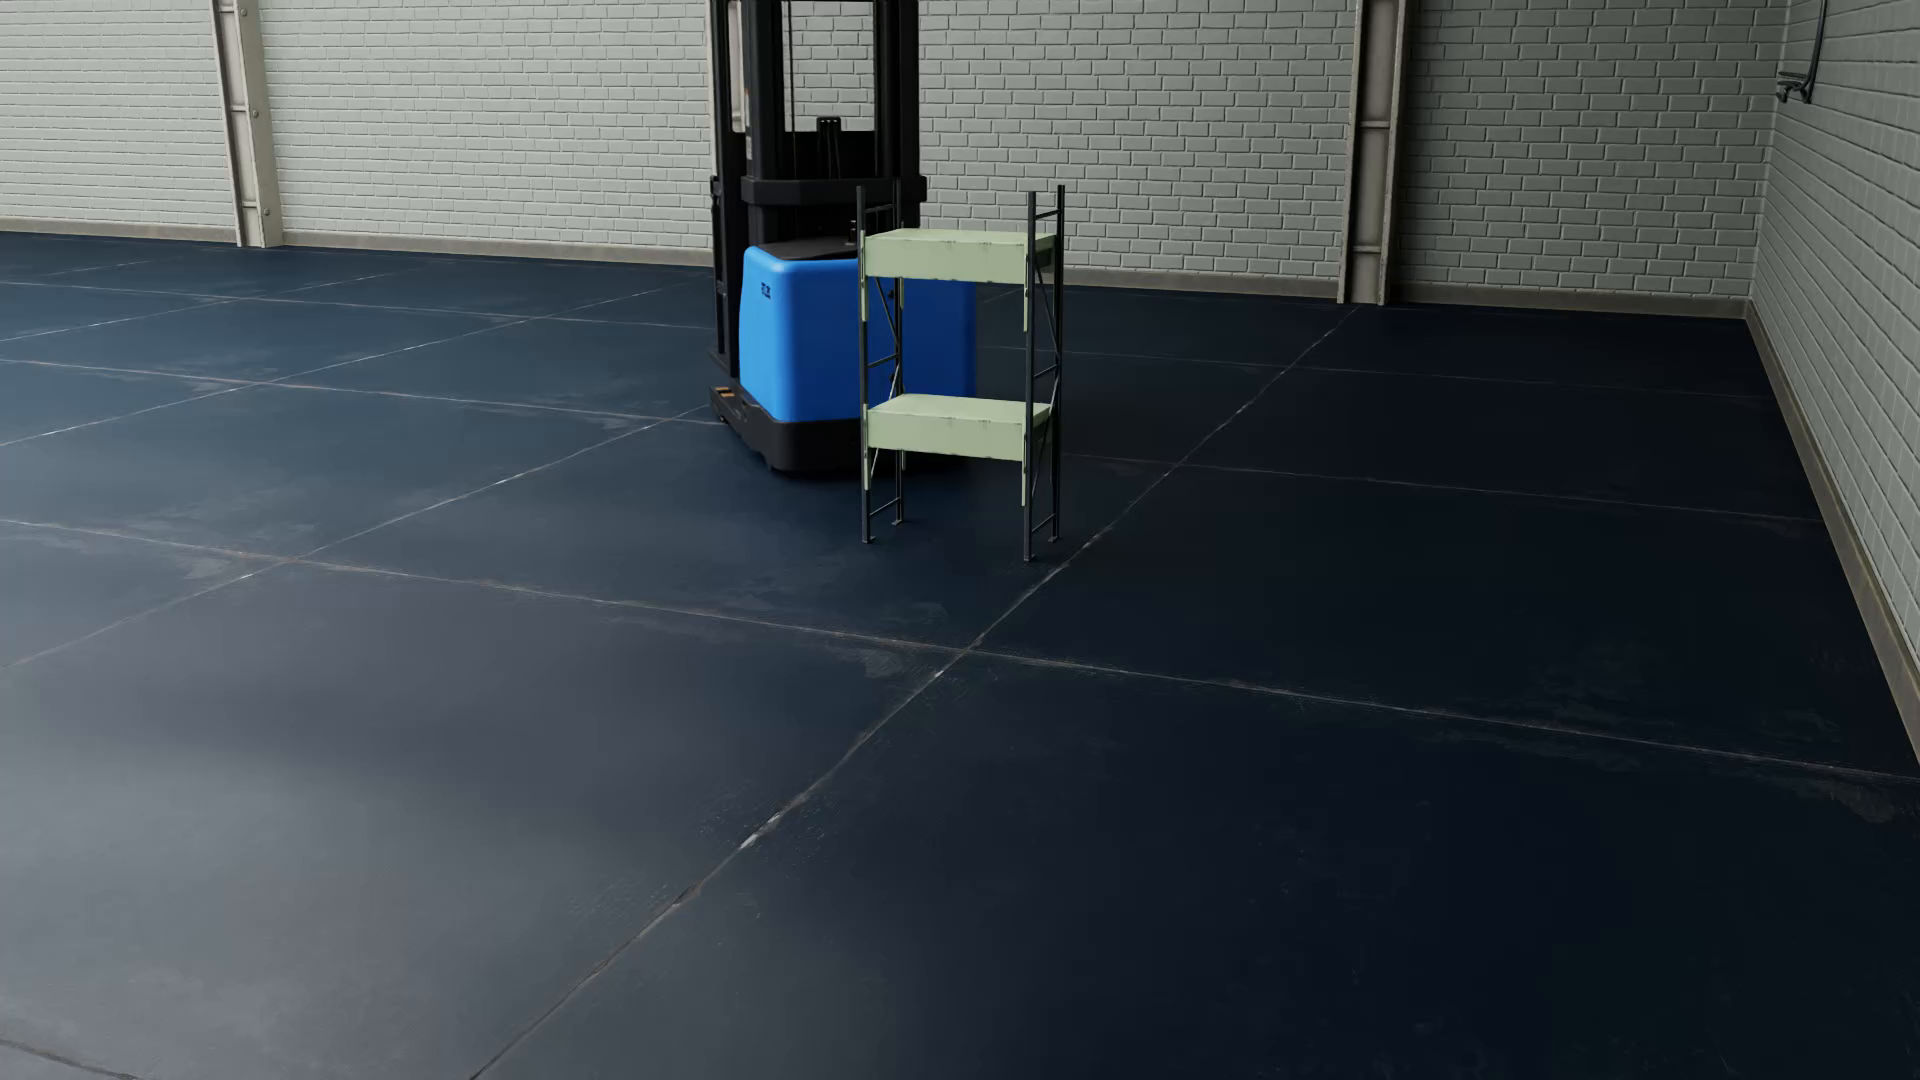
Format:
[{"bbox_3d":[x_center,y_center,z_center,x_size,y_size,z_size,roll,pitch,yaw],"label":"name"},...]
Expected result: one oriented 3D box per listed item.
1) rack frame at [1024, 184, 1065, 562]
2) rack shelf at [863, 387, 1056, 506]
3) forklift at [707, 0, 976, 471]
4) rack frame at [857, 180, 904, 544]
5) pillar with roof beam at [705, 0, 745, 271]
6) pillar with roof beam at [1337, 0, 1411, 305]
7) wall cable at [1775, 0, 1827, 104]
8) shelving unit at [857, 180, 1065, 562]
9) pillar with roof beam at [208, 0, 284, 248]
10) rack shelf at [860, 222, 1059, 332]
[{"bbox_3d":[0.347,-0.682,6.833,0.023,1.500,0.400,6,17,21],"label":"rack frame"},{"bbox_3d":[0.006,-0.406,7.053,0.720,0.370,0.431,6,17,21],"label":"rack shelf"},{"bbox_3d":[-0.828,-2.111,9.188,1.130,2.935,3.031,-5,17,-17],"label":"forklift"},{"bbox_3d":[-0.334,-0.757,7.091,0.023,1.500,0.400,6,17,21],"label":"rack frame"},{"bbox_3d":[-3.724,-5.848,11.176,0.400,9.000,9.100,6,17,21],"label":"pillar with roof beam"},{"bbox_3d":[1.857,-5.234,9.062,0.400,9.000,9.100,6,17,21],"label":"pillar with roof beam"},{"bbox_3d":[5.692,-4.215,11.121,0.112,2.526,3.097,6,17,21],"label":"wall cable"},{"bbox_3d":[0.006,-0.720,6.962,0.755,1.500,0.431,6,17,21],"label":"shelving unit"},{"bbox_3d":[-9.306,-6.461,13.290,0.400,9.000,9.100,6,17,21],"label":"pillar with roof beam"},{"bbox_3d":[0.006,-1.094,6.853,0.720,0.370,0.431,6,17,21],"label":"rack shelf"}]
